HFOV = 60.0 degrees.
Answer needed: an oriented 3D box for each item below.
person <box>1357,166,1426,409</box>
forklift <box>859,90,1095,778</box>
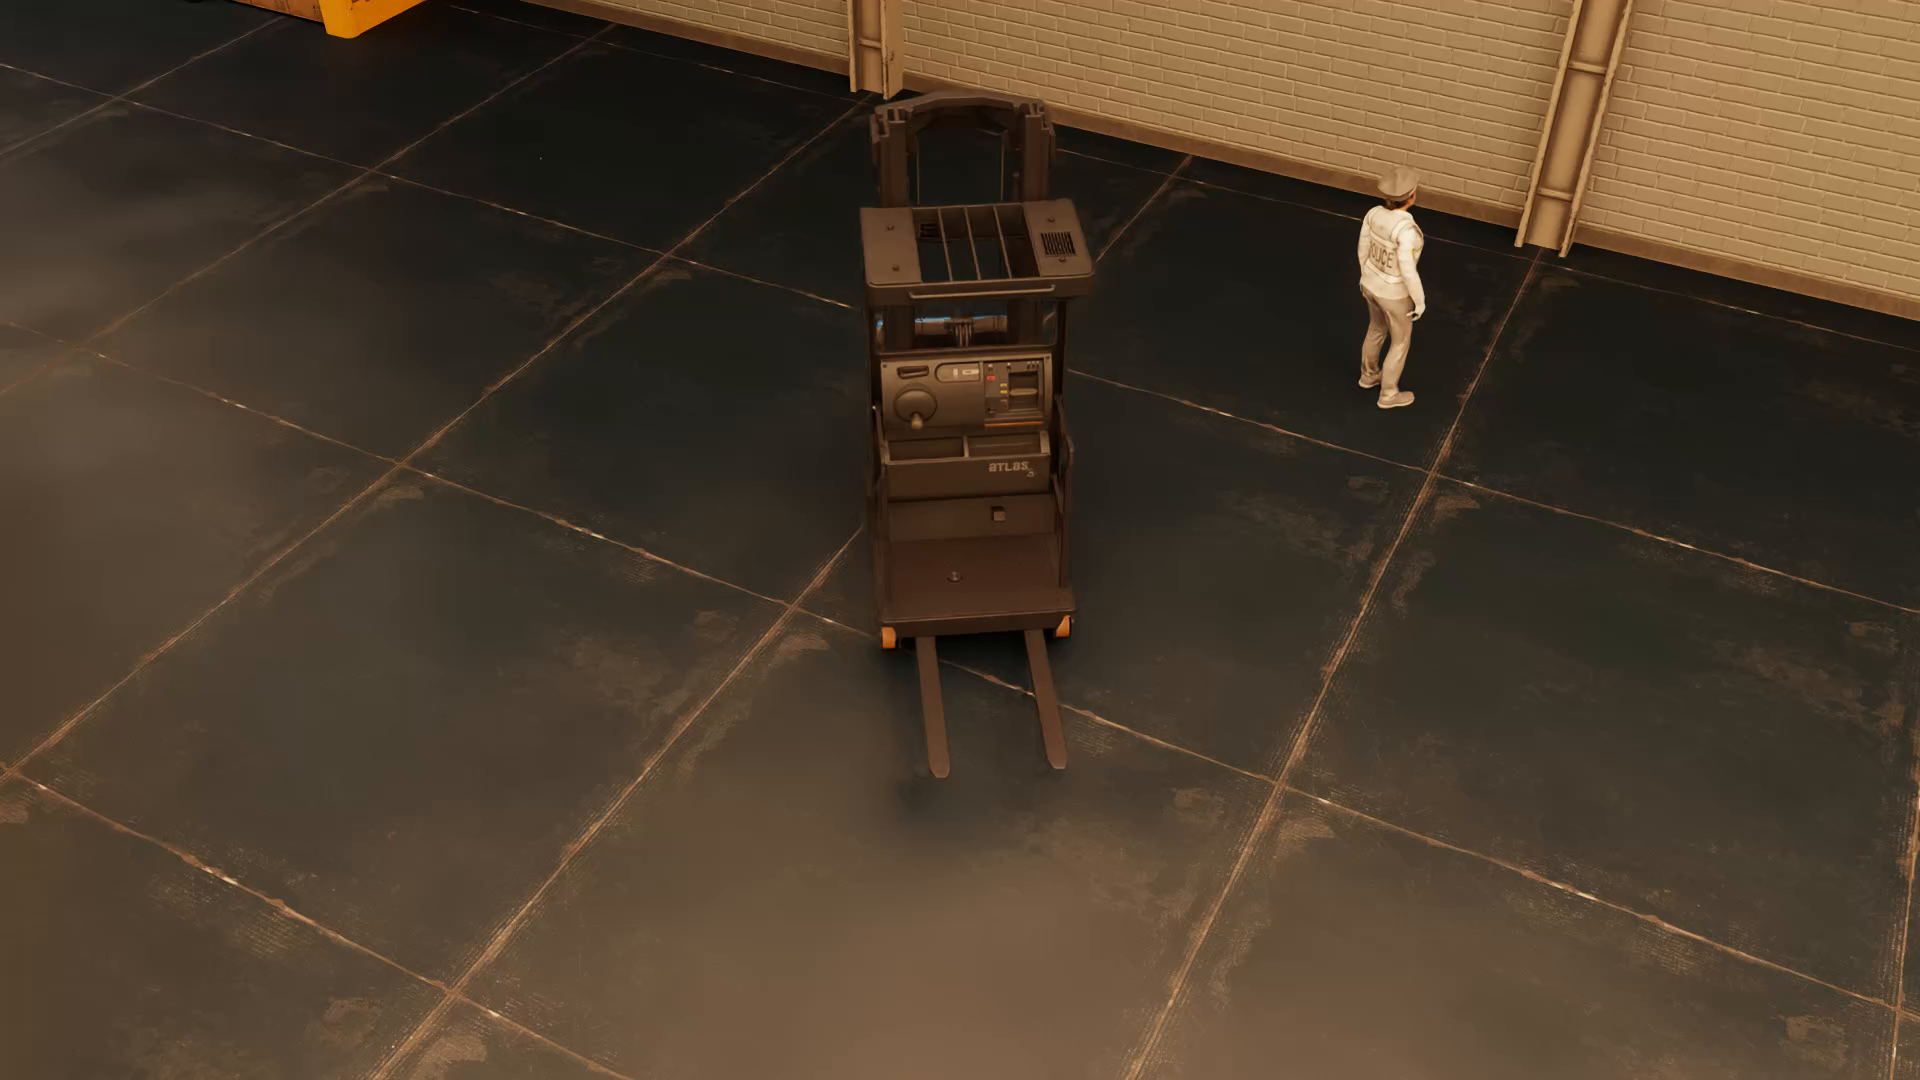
[{"bbox_3d":[2.856,-1.654,10.930,0.446,1.710,0.569,-18,43,-20],"label":"person"},{"bbox_3d":[0.061,-0.730,8.853,1.130,2.935,3.031,-4,40,-4],"label":"forklift"}]
